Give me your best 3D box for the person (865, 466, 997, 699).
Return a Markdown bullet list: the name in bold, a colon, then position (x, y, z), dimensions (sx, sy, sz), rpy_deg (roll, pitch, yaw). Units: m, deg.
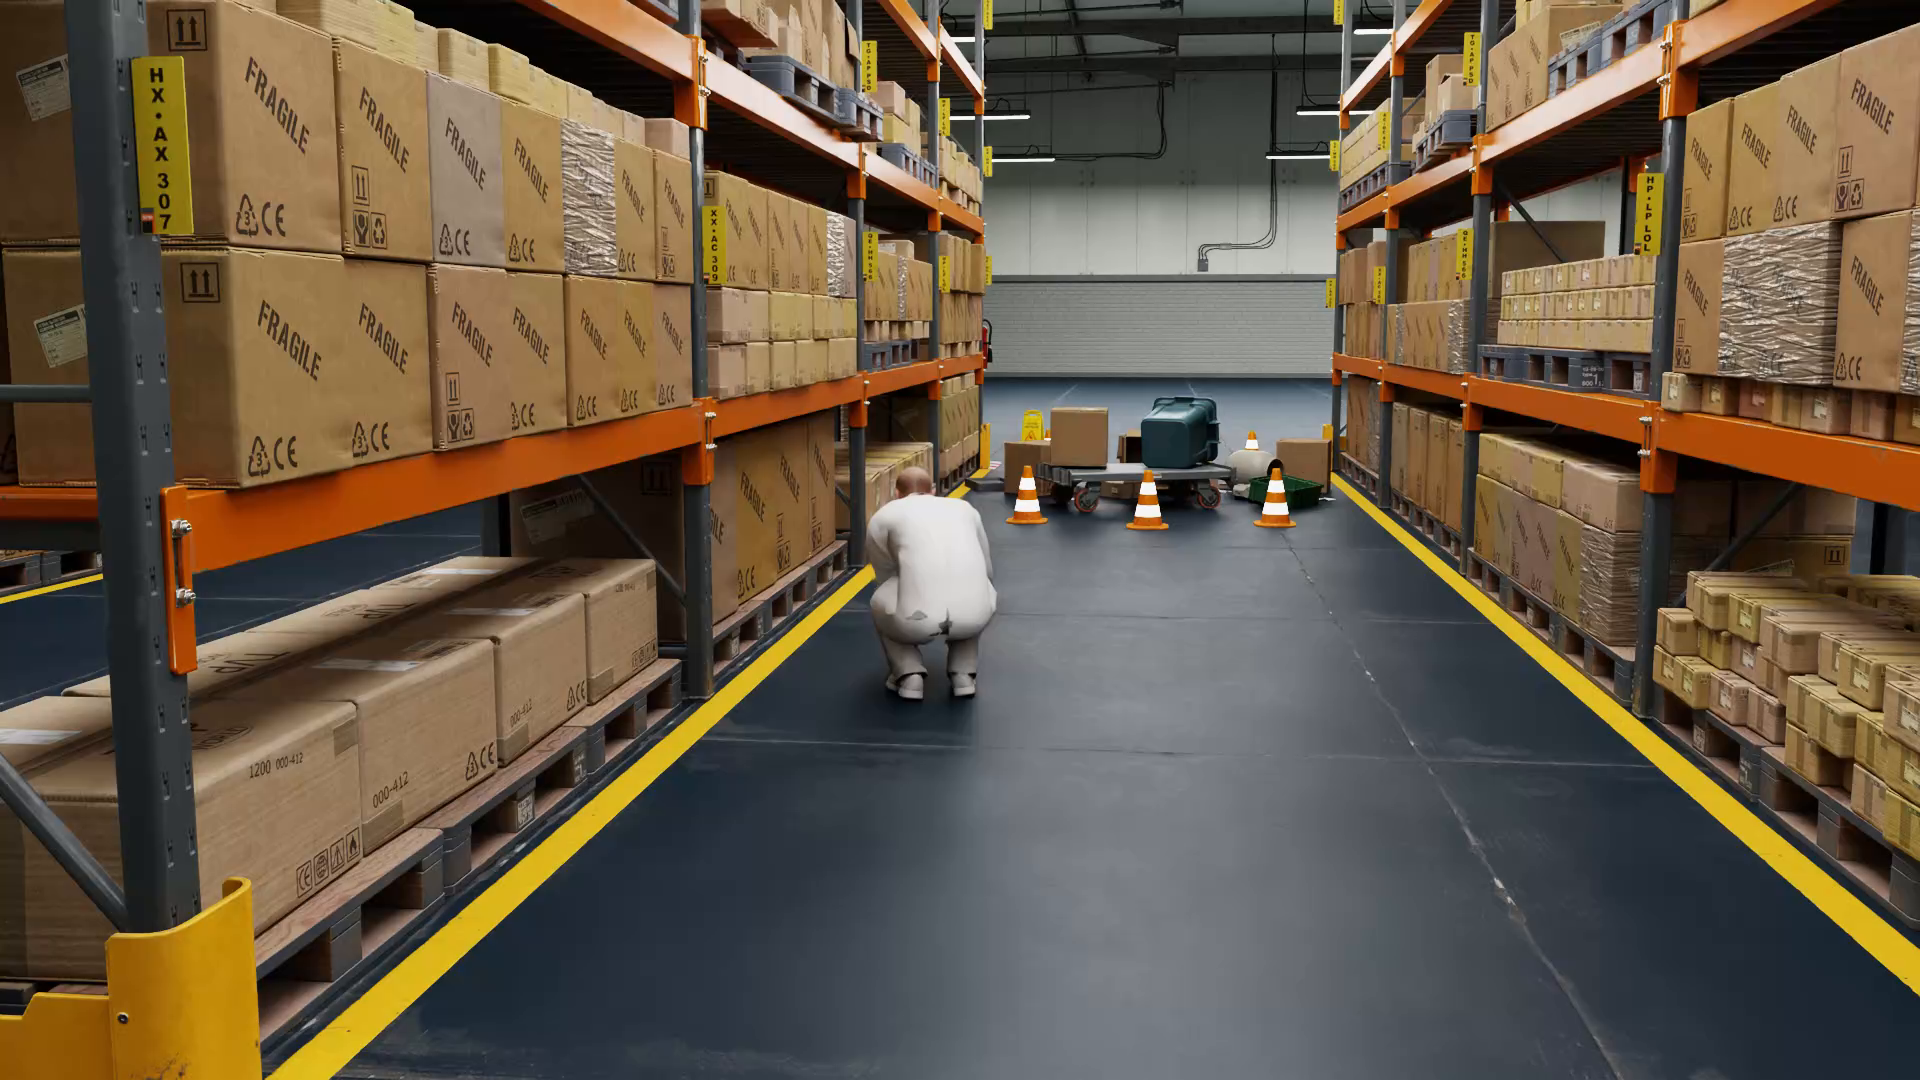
- **person**: position (-0.127, 0.179, 7.547), dimensions (0.596, 0.990, 0.907), rpy_deg (-1, 8, -8)
